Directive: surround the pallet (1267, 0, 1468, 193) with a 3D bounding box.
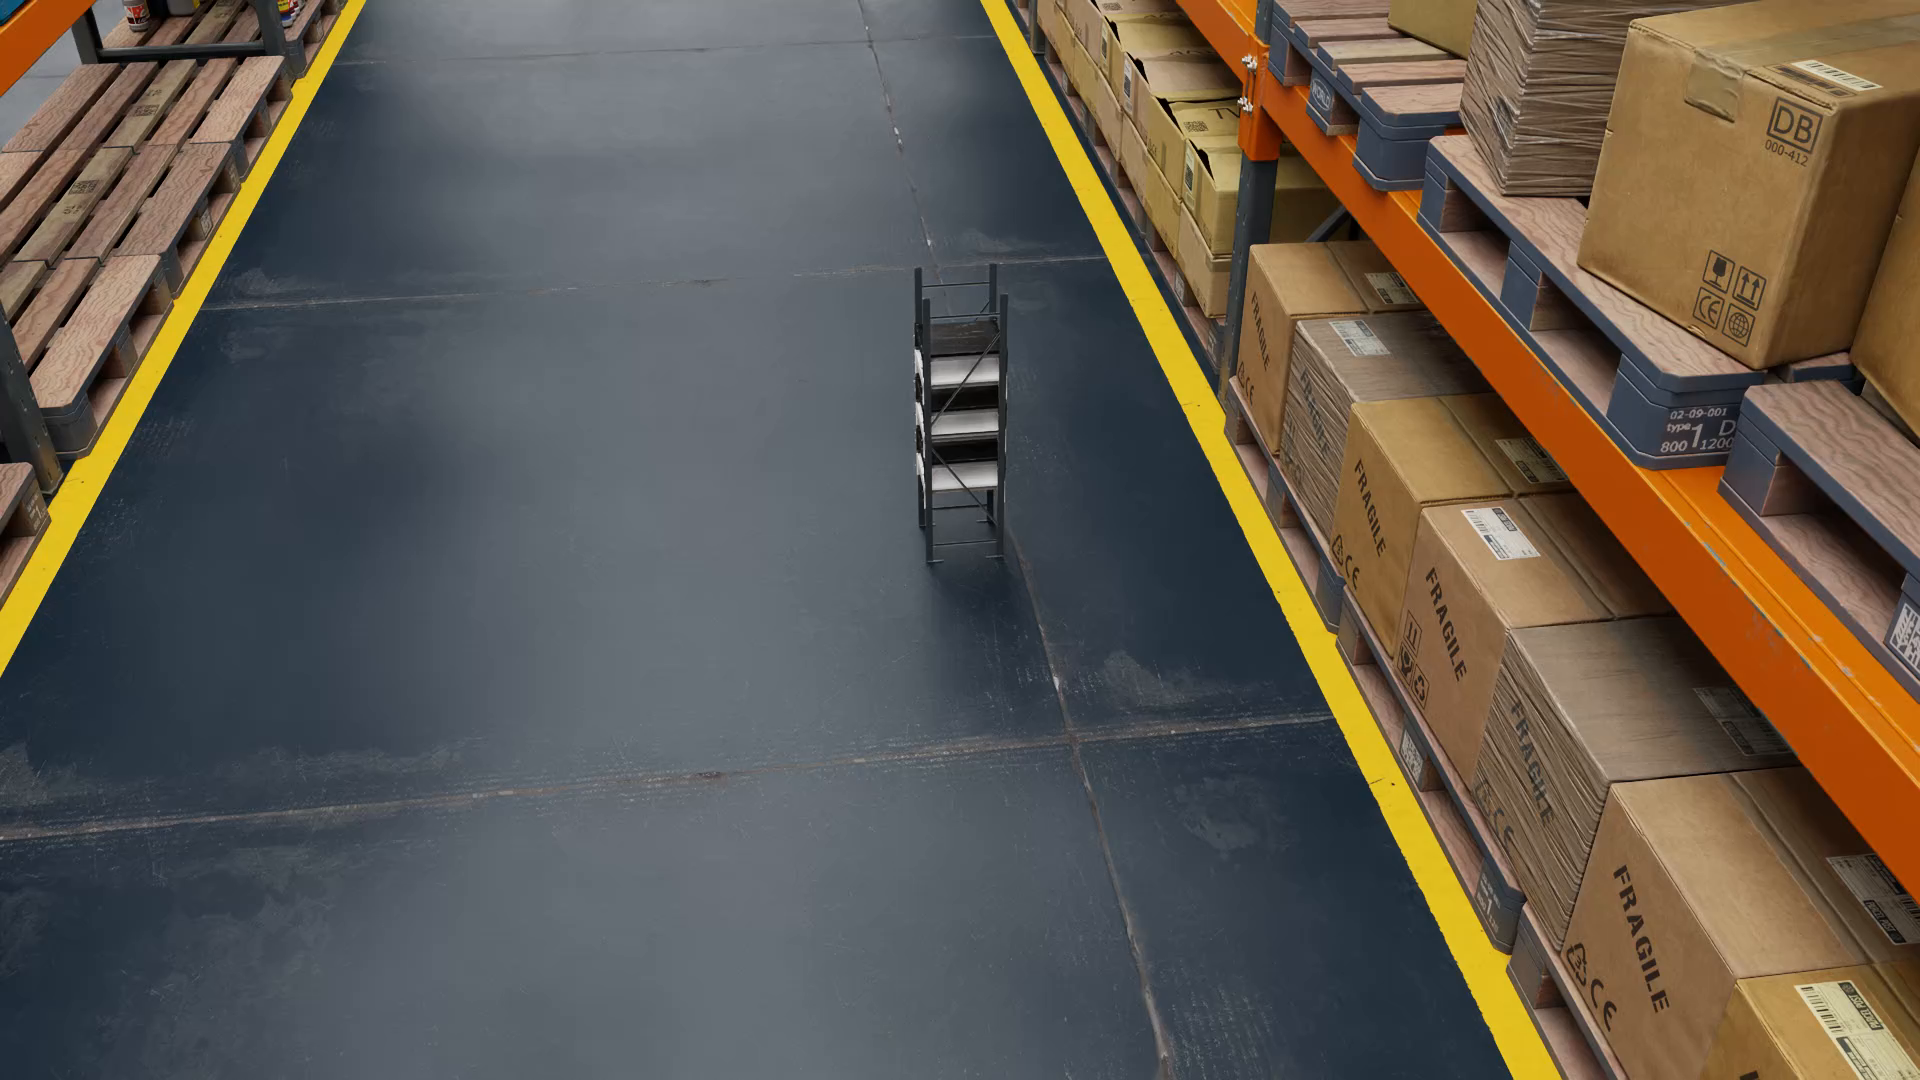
[{"bbox_3d":[1.591,-1.298,4.661,1.213,0.211,1.003,-4,35,-6],"label":"pallet"}]

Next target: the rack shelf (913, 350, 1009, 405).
[{"bbox_3d":[0.001,-0.489,4.907,0.258,0.077,0.200,-4,35,-6],"label":"rack shelf"}]

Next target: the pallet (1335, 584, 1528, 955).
[{"bbox_3d":[1.654,0.501,4.327,1.003,0.211,1.213,-4,35,-6],"label":"pallet"}]

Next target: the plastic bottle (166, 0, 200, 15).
[{"bbox_3d":[-4.246,-3.045,9.016,0.144,0.351,0.185,-4,35,-6],"label":"plastic bottle"}]

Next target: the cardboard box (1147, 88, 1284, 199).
[{"bbox_3d":[1.039,-1.582,6.479,0.500,0.311,0.500,-5,35,-7],"label":"cardboard box"}]

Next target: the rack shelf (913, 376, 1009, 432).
[{"bbox_3d":[0.001,-0.414,4.958,0.258,0.077,0.200,-4,35,-6],"label":"rack shelf"}]

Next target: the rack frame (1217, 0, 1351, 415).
[{"bbox_3d":[1.430,-1.750,5.154,1.000,3.000,0.127,-4,35,-6],"label":"rack frame"}]

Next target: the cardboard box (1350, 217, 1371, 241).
[{"bbox_3d":[1.651,-1.334,6.114,0.500,0.311,0.500,-3,34,-5],"label":"cardboard box"}]

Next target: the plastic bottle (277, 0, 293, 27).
[{"bbox_3d":[-3.625,-2.875,8.837,0.097,0.271,0.097,0,34,0],"label":"plastic bottle"}]

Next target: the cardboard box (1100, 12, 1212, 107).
[{"bbox_3d":[0.909,-2.144,7.303,0.500,0.311,0.500,-3,34,-5],"label":"cardboard box"}]

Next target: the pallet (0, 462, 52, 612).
[{"bbox_3d":[-3.331,0.212,4.751,1.003,0.211,1.213,-4,35,-6],"label":"pallet"}]

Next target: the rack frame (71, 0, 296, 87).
[{"bbox_3d":[-4.016,-3.609,7.882,1.000,3.000,0.127,-4,35,-6],"label":"rack frame"}]

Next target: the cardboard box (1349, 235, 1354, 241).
[{"bbox_3d":[1.651,-1.102,6.272,0.500,0.250,0.500,-4,35,-7],"label":"cardboard box"}]

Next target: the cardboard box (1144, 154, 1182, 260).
[{"bbox_3d":[1.045,-1.350,6.636,0.500,0.250,0.500,-5,35,-7],"label":"cardboard box"}]

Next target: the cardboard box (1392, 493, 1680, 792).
[{"bbox_3d":[1.422,0.240,4.064,0.500,0.500,0.500,-5,35,-8],"label":"cardboard box"}]

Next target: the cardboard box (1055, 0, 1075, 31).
[{"bbox_3d":[0.763,-2.722,8.151,0.500,0.311,0.500,-5,35,-7],"label":"cardboard box"}]

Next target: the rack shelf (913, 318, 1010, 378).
[{"bbox_3d":[0.001,-0.563,4.857,0.258,0.077,0.200,-4,35,-6],"label":"rack shelf"}]

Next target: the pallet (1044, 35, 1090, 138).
[{"bbox_3d":[1.030,-2.422,8.616,1.003,0.211,1.213,-4,35,-6],"label":"pallet"}]

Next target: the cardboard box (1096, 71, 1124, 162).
[{"bbox_3d":[0.908,-1.918,7.469,0.500,0.250,0.500,-4,34,-5],"label":"cardboard box"}]

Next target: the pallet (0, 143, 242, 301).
[{"bbox_3d":[-3.705,-1.339,7.028,1.003,0.211,1.213,-4,35,-6],"label":"pallet"}]

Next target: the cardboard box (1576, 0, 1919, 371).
[{"bbox_3d":[1.670,-0.714,3.172,0.700,0.500,0.500,-13,36,-18],"label":"cardboard box"}]

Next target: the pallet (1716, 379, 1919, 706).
[{"bbox_3d":[1.969,0.107,2.600,1.003,0.211,1.213,-4,35,-6],"label":"pallet"}]

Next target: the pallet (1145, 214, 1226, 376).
[{"bbox_3d":[1.358,-1.060,6.618,1.003,0.211,1.213,-4,35,-6],"label":"pallet"}]

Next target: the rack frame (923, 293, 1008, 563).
[{"bbox_3d":[0.015,-0.311,4.907,0.240,0.900,0.006,-4,35,-6],"label":"rack frame"}]

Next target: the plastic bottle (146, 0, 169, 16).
[{"bbox_3d":[-4.389,-3.034,9.000,0.144,0.351,0.185,-5,35,-8],"label":"plastic bottle"}]

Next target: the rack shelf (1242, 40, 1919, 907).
[{"bbox_3d":[1.699,-0.337,3.719,1.077,0.370,4.000,-4,35,-6],"label":"rack shelf"}]

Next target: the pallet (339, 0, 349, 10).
[{"bbox_3d":[-4.233,-3.517,10.223,1.003,0.211,1.213,-4,35,-6],"label":"pallet"}]

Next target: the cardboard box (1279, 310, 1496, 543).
[{"bbox_3d":[1.284,-0.332,4.902,0.500,0.500,0.500,-6,35,-8],"label":"cardboard box"}]

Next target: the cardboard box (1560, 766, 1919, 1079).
[{"bbox_3d":[1.560,0.803,3.237,0.500,0.500,0.500,-4,35,-6],"label":"cardboard box"}]

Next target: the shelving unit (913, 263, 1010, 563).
[{"bbox_3d":[0.001,-0.367,4.990,0.258,0.900,0.210,-4,35,-6],"label":"shelving unit"}]

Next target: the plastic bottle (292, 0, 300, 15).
[{"bbox_3d":[-3.652,-2.959,9.023,0.097,0.201,0.097,0,34,0],"label":"plastic bottle"}]

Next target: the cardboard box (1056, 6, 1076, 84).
[{"bbox_3d":[0.769,-2.490,8.309,0.500,0.250,0.500,-4,34,-5],"label":"cardboard box"}]

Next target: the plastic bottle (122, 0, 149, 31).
[{"bbox_3d":[-4.374,-2.813,8.809,0.097,0.201,0.097,0,34,0],"label":"plastic bottle"}]

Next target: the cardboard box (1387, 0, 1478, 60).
[{"bbox_3d":[1.627,-1.622,4.505,0.700,0.500,0.500,-16,37,-22],"label":"cardboard box"}]
